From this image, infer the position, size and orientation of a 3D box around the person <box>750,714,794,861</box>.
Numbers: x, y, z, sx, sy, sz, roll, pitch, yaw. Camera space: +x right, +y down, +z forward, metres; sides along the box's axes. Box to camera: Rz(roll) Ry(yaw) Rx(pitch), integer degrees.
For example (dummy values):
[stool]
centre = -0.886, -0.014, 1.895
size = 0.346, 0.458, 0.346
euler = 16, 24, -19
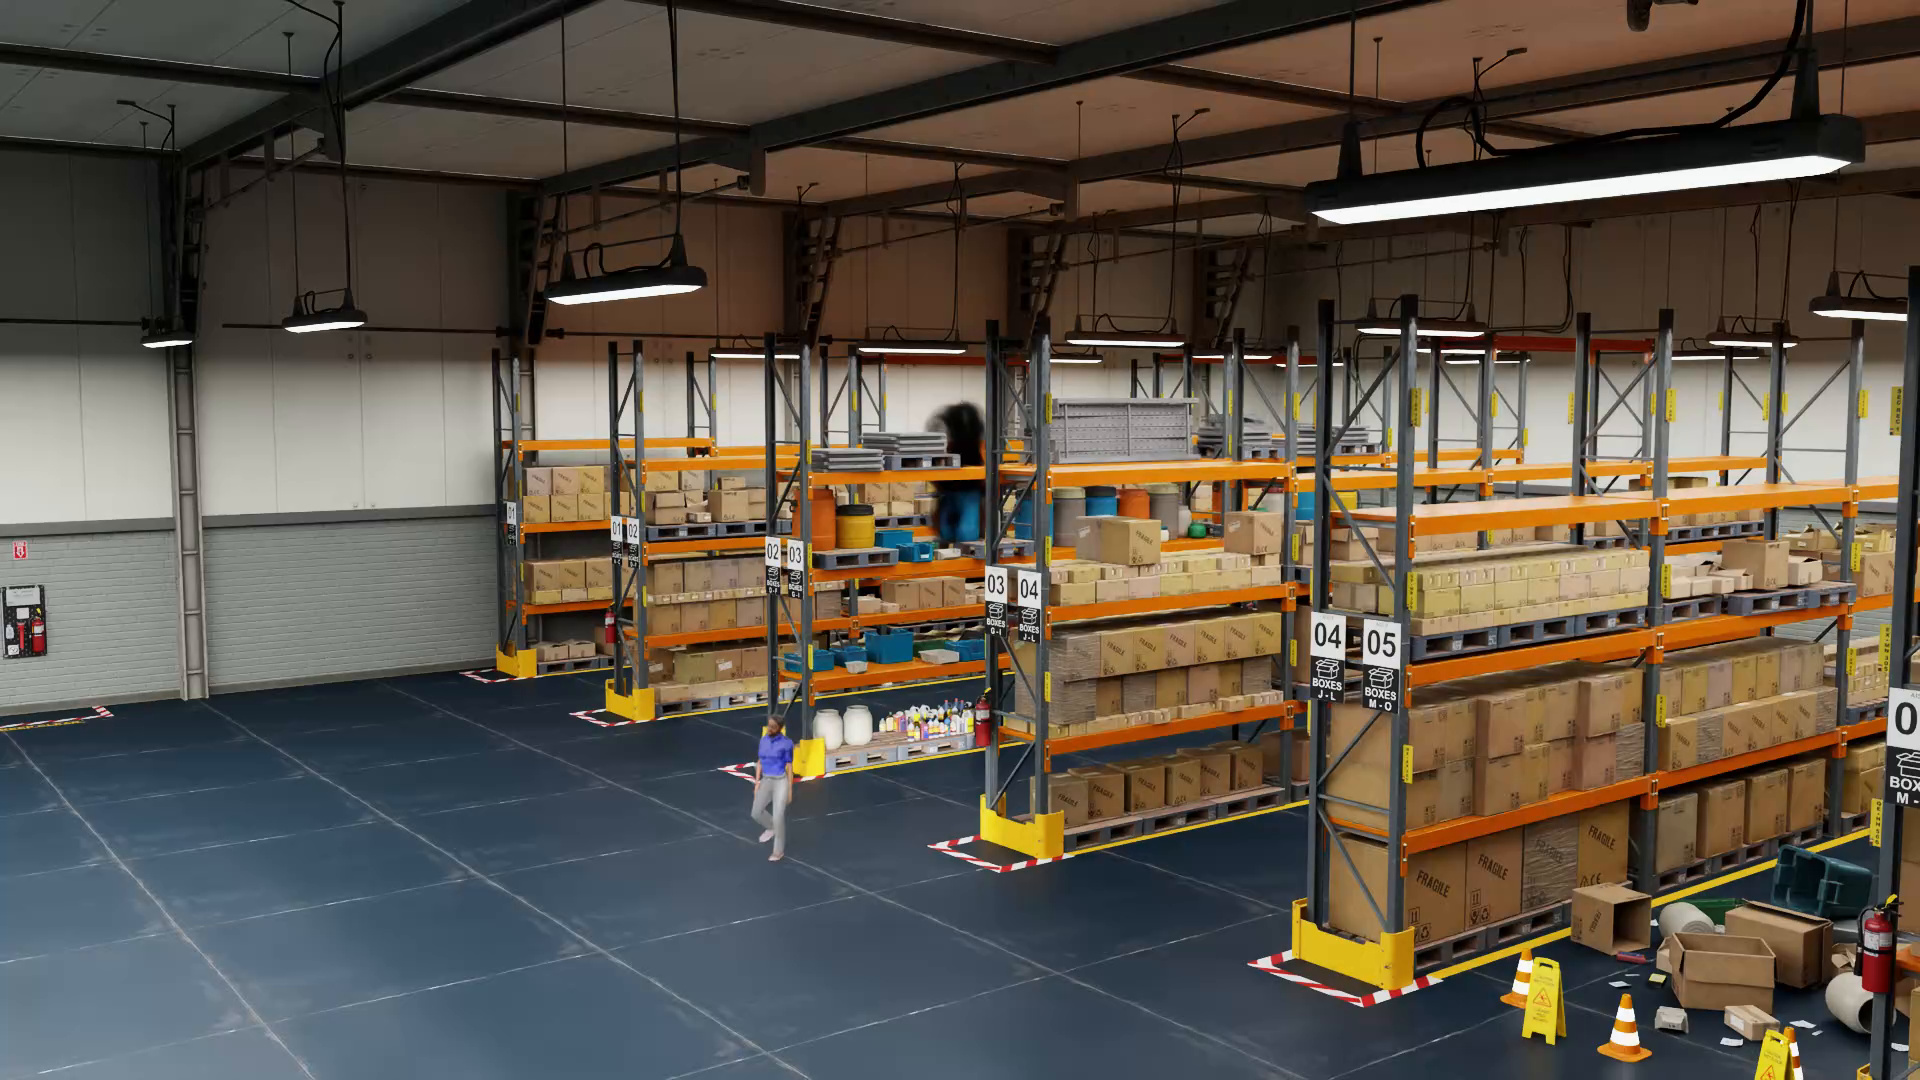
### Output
[person]
centre = -2.074, 2.712, 18.583
size = 0.637, 1.633, 0.557
euler = 3, 6, 29
